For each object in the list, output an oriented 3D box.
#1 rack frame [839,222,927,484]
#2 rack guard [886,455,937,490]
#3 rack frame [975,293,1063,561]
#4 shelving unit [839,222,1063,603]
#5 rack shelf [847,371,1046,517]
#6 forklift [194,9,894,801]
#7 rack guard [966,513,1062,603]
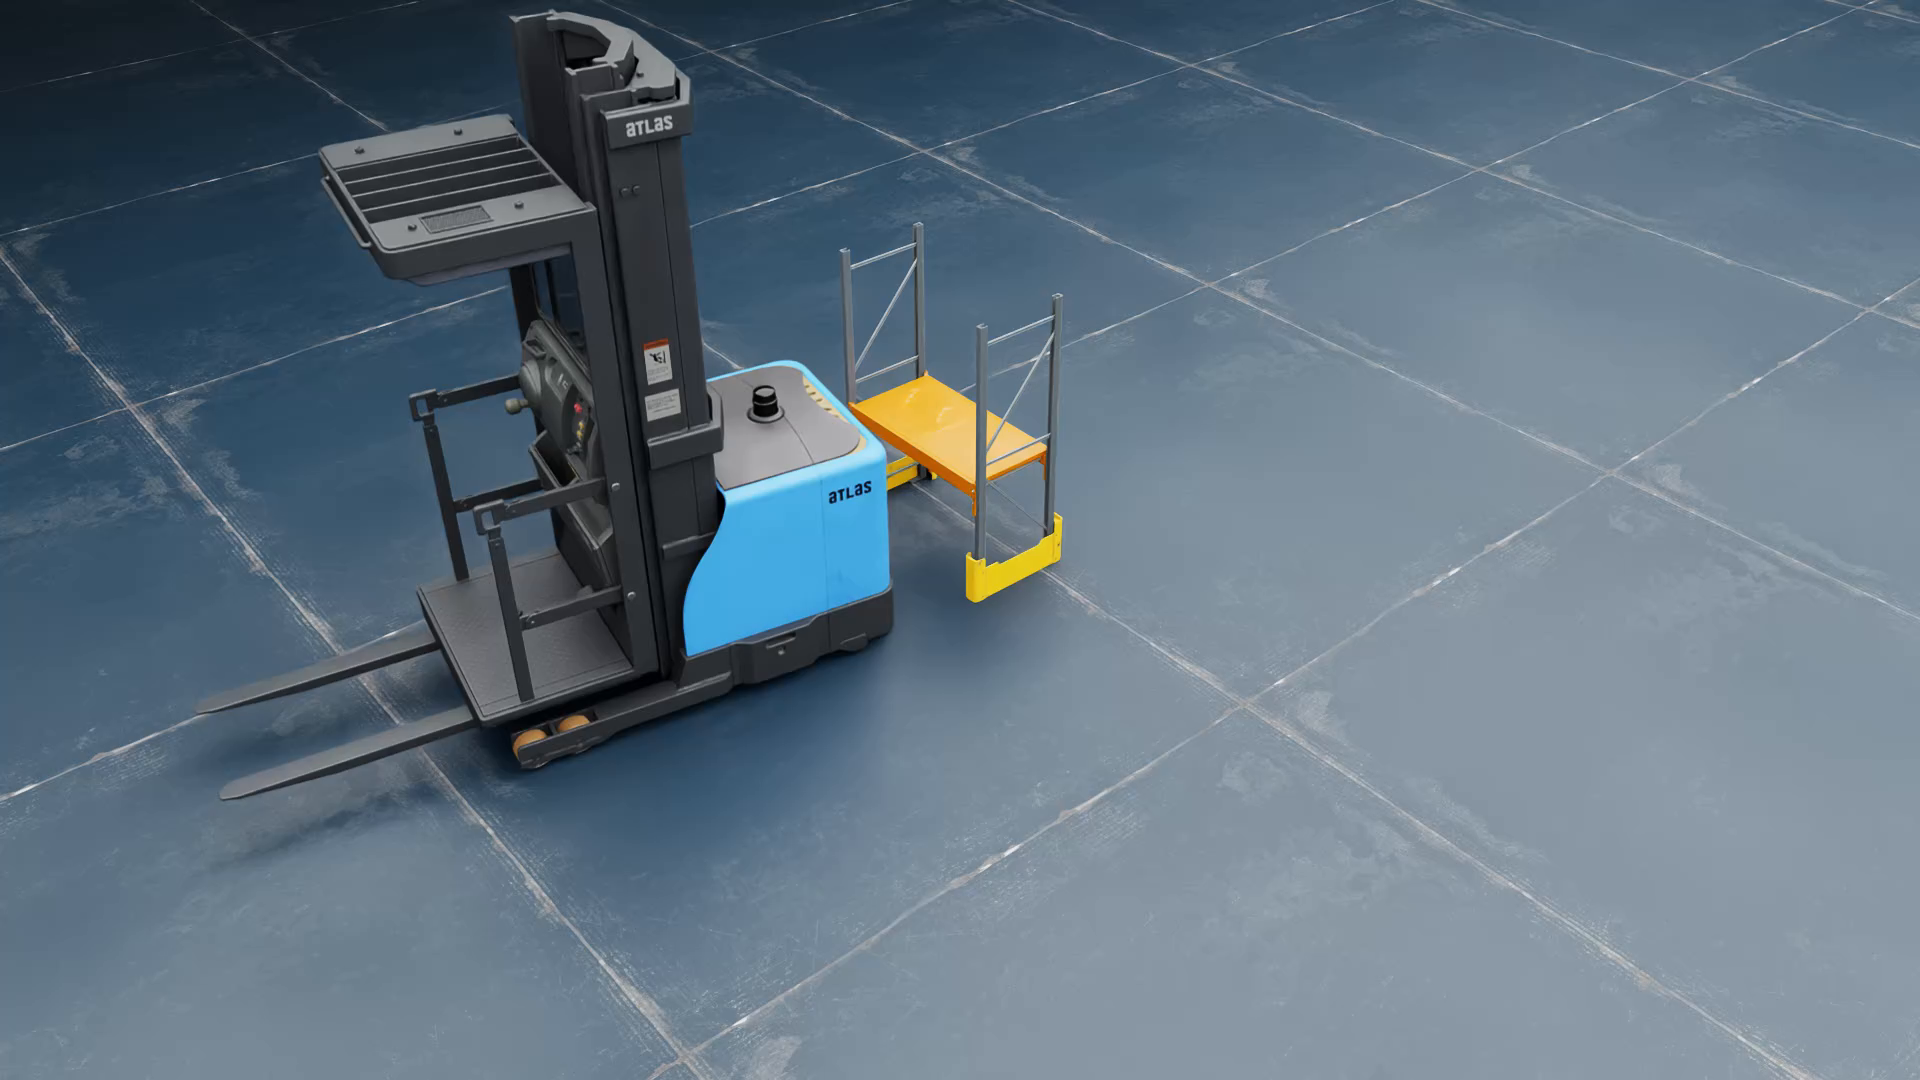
[{"bbox_3d":[-0.383,-0.874,8.588,0.500,1.500,0.032,-26,43,-32],"label":"rack frame"},{"bbox_3d":[-0.371,-0.356,8.937,0.587,0.250,0.087,-26,43,-32],"label":"rack guard"},{"bbox_3d":[0.273,-0.425,7.954,0.500,1.500,0.032,-26,43,-32],"label":"rack frame"},{"bbox_3d":[-0.049,-0.646,8.265,0.587,1.500,1.083,-26,43,-32],"label":"shelving unit"},{"bbox_3d":[-0.055,-0.503,8.375,0.538,0.185,1.000,-26,43,-32],"label":"rack shelf"},{"bbox_3d":[-1.855,-0.552,6.894,3.031,2.935,1.130,-18,39,-24],"label":"forklift"},{"bbox_3d":[0.272,0.084,8.316,0.587,0.250,0.087,-26,43,-32],"label":"rack guard"}]
